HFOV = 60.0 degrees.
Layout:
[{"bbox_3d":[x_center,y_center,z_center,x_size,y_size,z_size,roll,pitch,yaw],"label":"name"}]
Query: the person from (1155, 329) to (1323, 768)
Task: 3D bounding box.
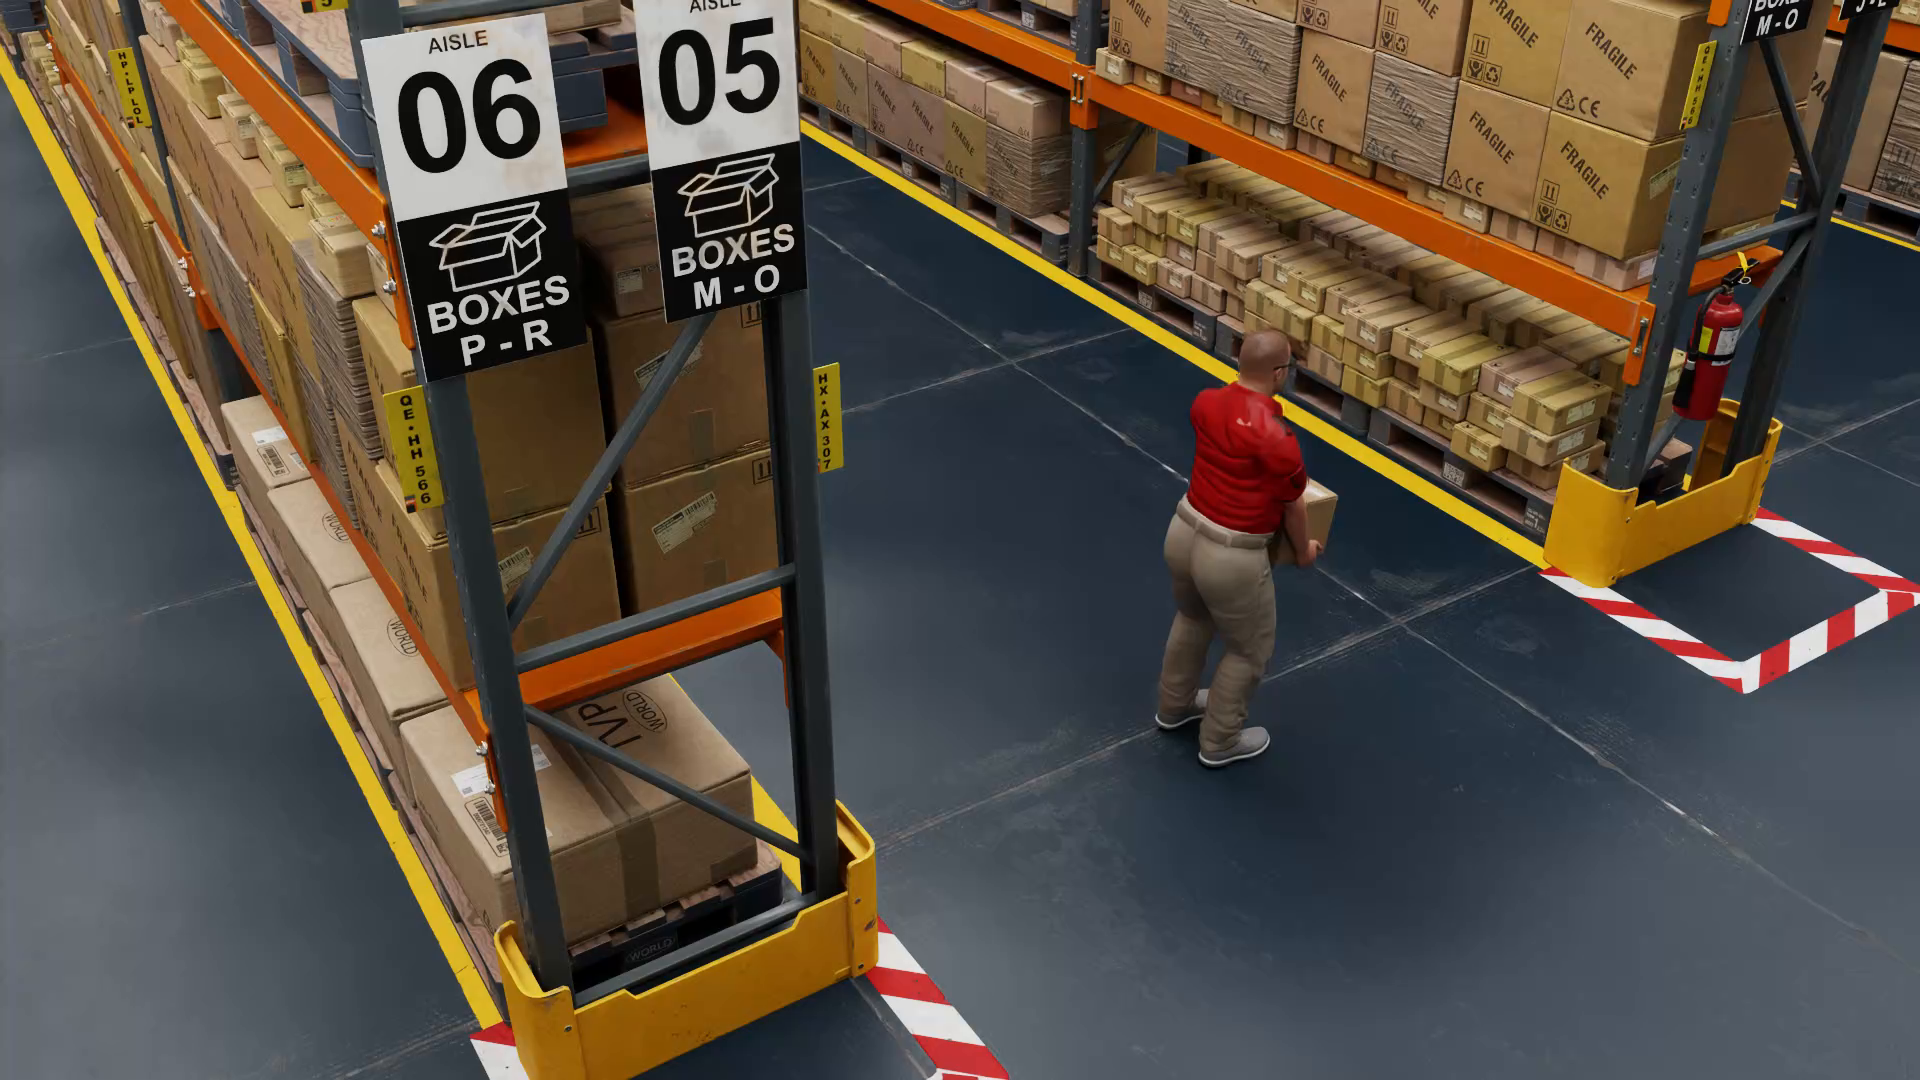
[{"bbox_3d":[1.033,0.017,6.151,0.572,1.711,0.485,-20,37,-28],"label":"person"}]
